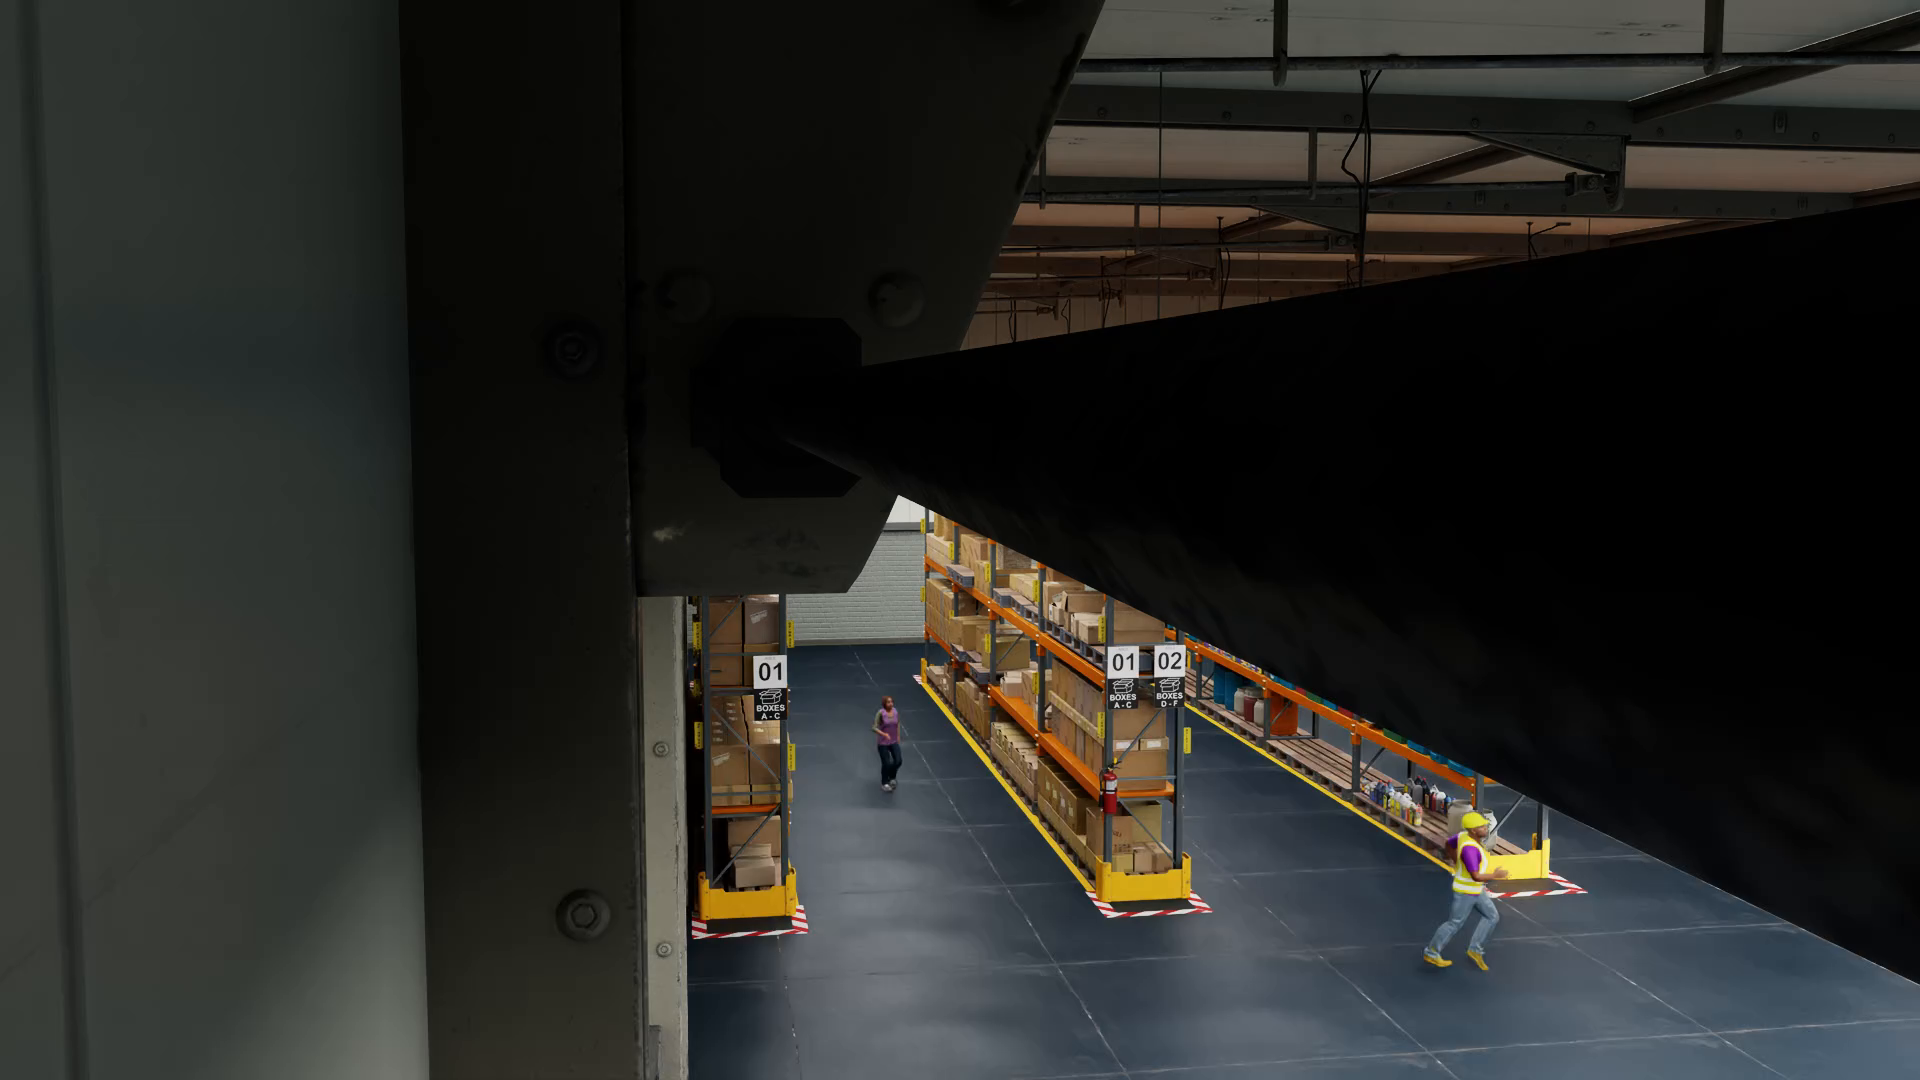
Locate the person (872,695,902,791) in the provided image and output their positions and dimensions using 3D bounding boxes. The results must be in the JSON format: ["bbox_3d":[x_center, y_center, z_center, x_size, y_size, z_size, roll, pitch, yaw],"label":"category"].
[{"bbox_3d":[-1.130,3.226,26.333,0.534,1.561,0.576,-2,5,-24],"label":"person"}]

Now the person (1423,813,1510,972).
[{"bbox_3d":[5.557,3.851,18.206,0.878,1.791,0.709,2,5,20],"label":"person"}]
